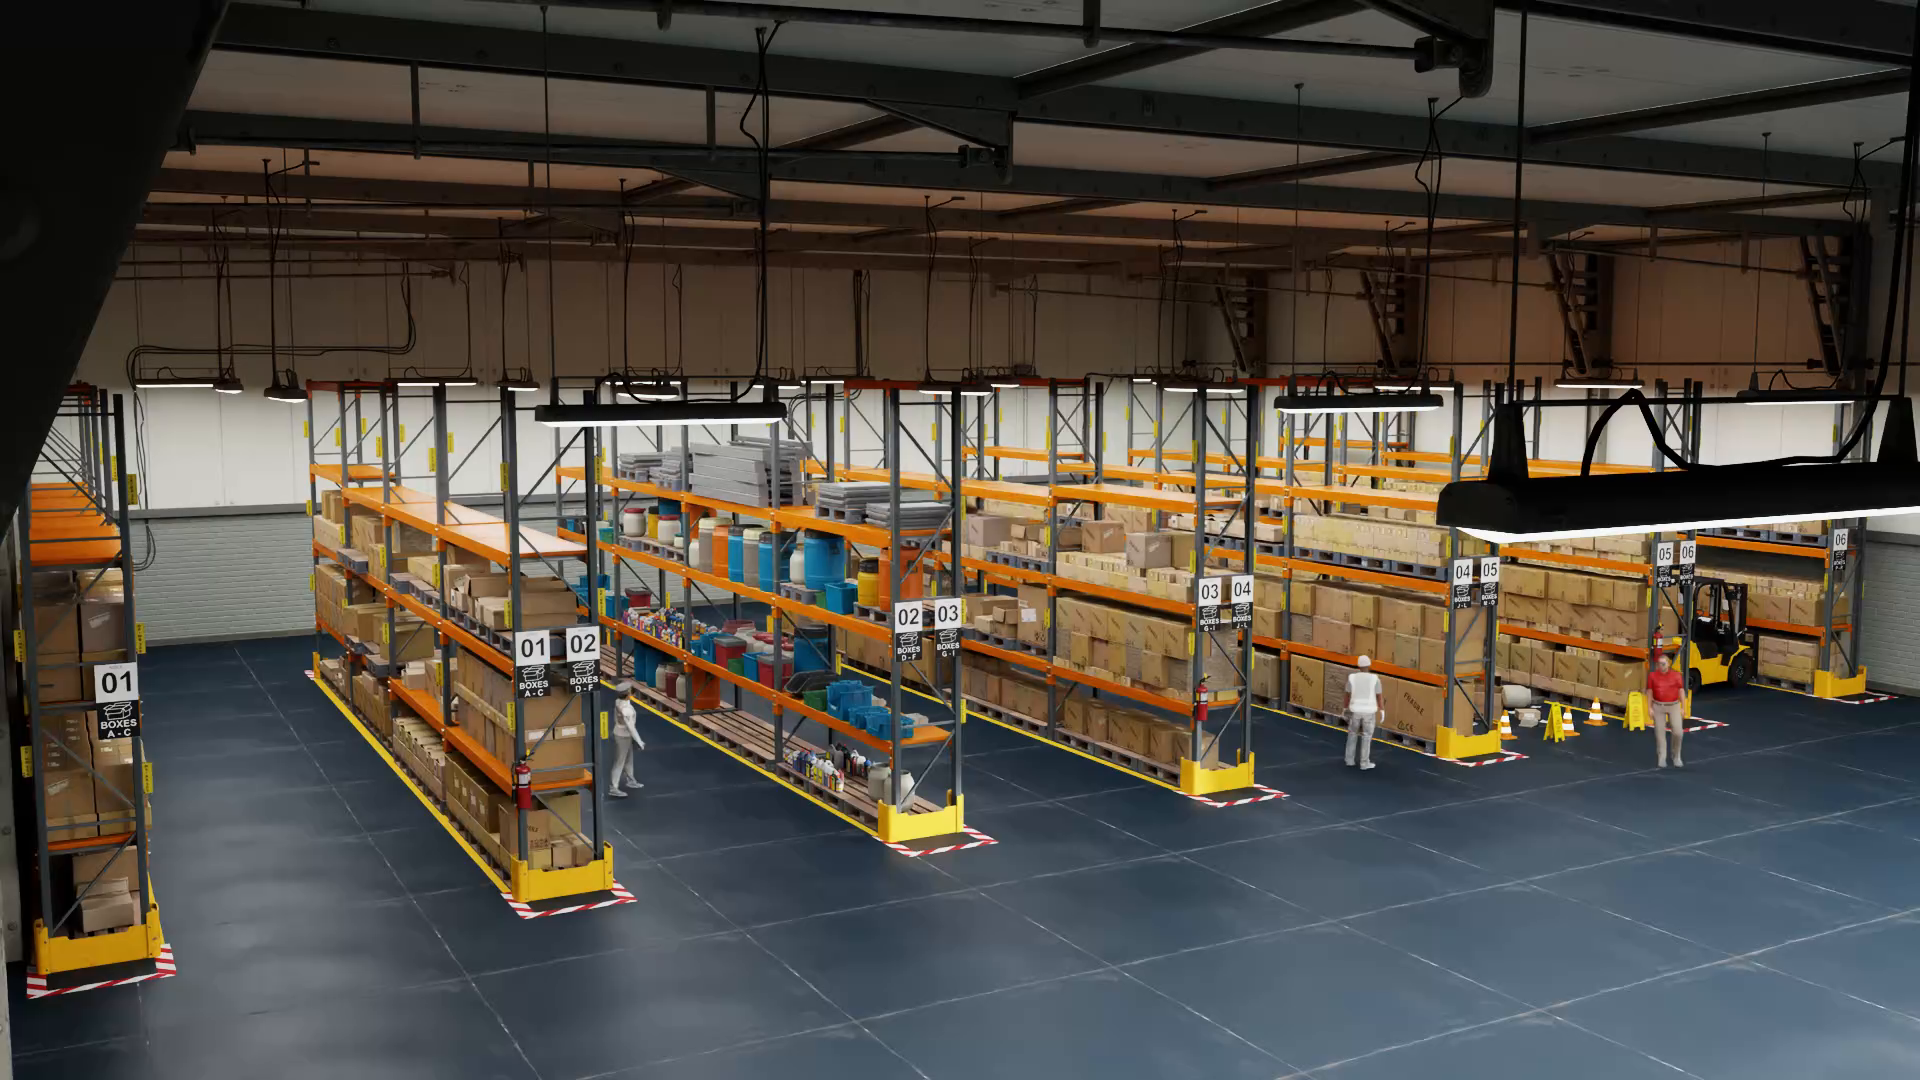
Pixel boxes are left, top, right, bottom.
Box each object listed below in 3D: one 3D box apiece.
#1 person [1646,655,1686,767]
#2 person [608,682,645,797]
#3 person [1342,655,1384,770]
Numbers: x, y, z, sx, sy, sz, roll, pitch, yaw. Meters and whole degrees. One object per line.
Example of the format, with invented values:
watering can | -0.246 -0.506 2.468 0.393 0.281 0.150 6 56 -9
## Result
person | 11.130 2.700 26.229 0.593 1.774 0.360 3 7 24
person | -4.933 2.917 24.523 0.550 1.697 0.672 -2 6 -15
person | 6.331 2.690 26.053 0.649 1.808 0.481 3 7 25
